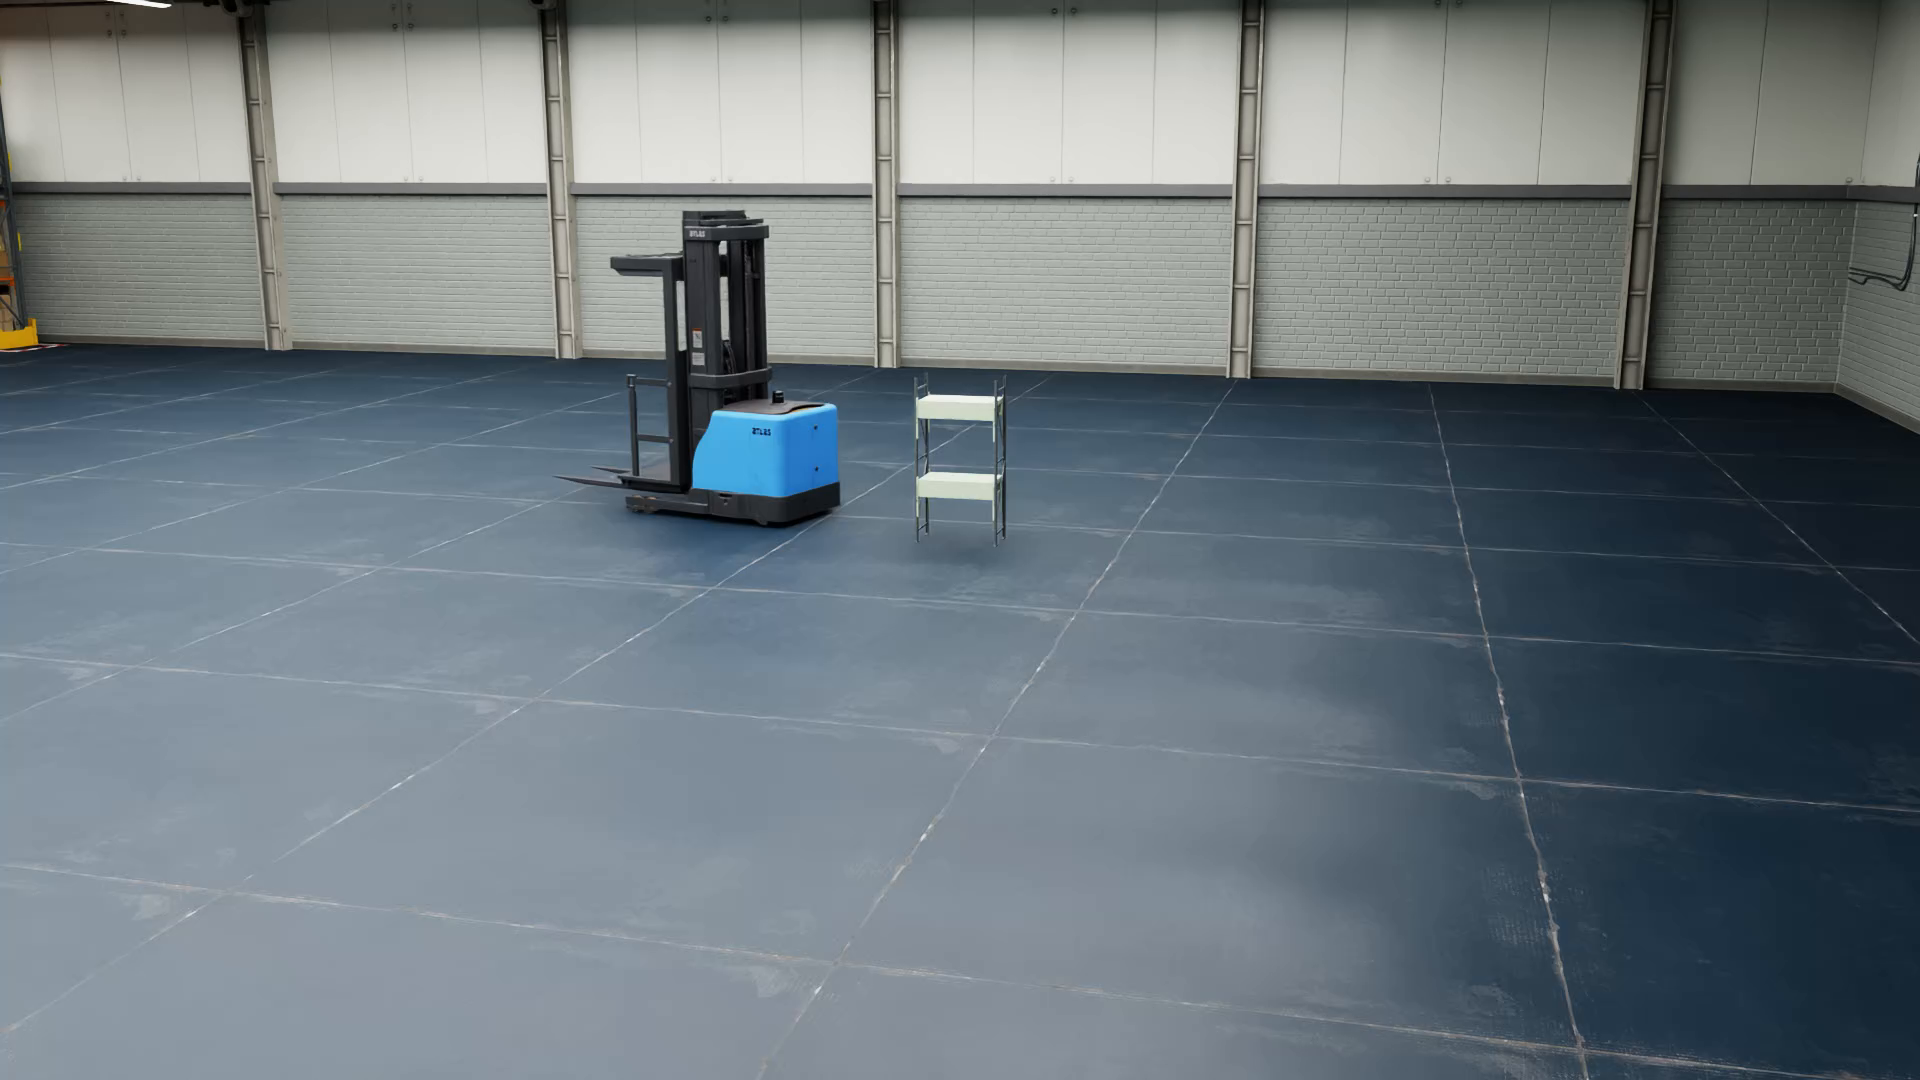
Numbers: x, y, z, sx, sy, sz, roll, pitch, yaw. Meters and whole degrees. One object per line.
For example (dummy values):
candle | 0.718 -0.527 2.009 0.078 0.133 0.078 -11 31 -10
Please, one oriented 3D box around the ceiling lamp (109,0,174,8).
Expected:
ceiling lamp | -12.600 -9.780 25.060 0.800 3.185 2.000 3 13 14

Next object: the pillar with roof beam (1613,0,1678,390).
pillar with roof beam | 9.374 -5.854 20.845 0.400 9.000 9.100 3 13 14

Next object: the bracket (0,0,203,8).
bracket | -15.885 -9.843 30.513 4.783 0.066 0.076 3 13 14

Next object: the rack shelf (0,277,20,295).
rack shelf | -20.202 -4.915 32.121 4.000 0.370 1.077 3 13 14

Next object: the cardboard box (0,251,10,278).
cardboard box | -18.675 -5.295 31.944 0.500 0.500 0.500 3 13 15

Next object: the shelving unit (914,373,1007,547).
shelving unit | 0.006 -0.732 15.070 0.755 1.500 0.431 3 13 14

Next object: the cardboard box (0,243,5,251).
cardboard box | -18.528 -5.600 31.820 0.250 0.149 0.380 3 13 12

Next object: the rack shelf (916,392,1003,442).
rack shelf | 0.006 -1.113 14.985 0.720 0.370 0.431 3 13 14

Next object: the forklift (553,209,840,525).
forklift | -2.728 -1.778 16.481 3.031 2.935 1.130 7 14 28

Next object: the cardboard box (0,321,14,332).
cardboard box | -18.691 -4.091 32.128 0.500 0.250 0.500 3 13 14

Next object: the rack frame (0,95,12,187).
rack frame | -18.261 -8.091 30.926 0.127 3.000 1.000 3 13 14

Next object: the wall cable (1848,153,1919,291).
wall cable | 12.949 -4.813 23.320 0.112 2.526 3.097 3 13 14

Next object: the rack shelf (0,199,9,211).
rack shelf | -20.202 -6.379 31.796 4.000 0.370 1.077 3 13 14

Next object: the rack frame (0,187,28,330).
rack frame | -18.261 -5.162 31.576 0.127 3.000 1.000 3 13 14

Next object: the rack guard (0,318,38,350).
rack guard | -18.237 -3.941 31.841 0.348 0.500 1.175 3 13 14

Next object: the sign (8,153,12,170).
sign | -18.122 -7.208 31.672 0.005 0.325 0.100 3 13 14

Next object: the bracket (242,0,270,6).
bracket | -12.578 -9.666 29.716 0.430 0.232 0.235 3 13 14

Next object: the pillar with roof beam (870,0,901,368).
pillar with roof beam | -2.276 -6.477 23.652 0.548 9.000 9.100 3 13 14

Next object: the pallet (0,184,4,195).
pallet | -18.941 -6.626 31.450 1.213 0.211 1.003 3 13 14

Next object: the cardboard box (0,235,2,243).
cardboard box | -18.536 -5.735 31.743 0.250 0.149 0.380 3 13 12

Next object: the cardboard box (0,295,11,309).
cardboard box | -18.682 -4.578 32.011 0.500 0.250 0.500 3 13 13

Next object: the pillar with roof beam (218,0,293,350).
pillar with roof beam | -13.927 -7.100 26.459 0.548 9.000 9.100 3 13 14

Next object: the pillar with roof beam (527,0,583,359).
pillar with roof beam | -8.102 -6.789 25.056 0.548 9.000 9.100 3 13 14

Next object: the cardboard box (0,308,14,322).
cardboard box | -18.667 -4.337 32.081 0.500 0.250 0.500 3 13 15

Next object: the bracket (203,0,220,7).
bracket | -13.383 -9.709 29.910 0.430 0.232 0.235 3 13 14

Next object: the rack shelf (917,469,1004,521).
rack shelf | 0.006 -0.414 15.140 0.720 0.370 0.431 3 13 14

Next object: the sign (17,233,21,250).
sign | -18.122 -5.740 31.998 0.005 0.325 0.100 3 13 14

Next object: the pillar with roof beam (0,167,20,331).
pillar with roof beam | -19.752 -7.411 27.863 0.400 9.000 9.100 3 13 14

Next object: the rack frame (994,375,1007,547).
rack frame | 0.362 -0.713 14.984 0.023 1.500 0.400 3 13 14

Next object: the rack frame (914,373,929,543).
rack frame | -0.349 -0.751 15.155 0.023 1.500 0.400 3 13 14

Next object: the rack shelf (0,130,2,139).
rack shelf | -20.202 -7.648 31.515 4.000 0.370 1.077 3 13 14

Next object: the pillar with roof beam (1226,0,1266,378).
pillar with roof beam | 3.549 -6.166 22.249 0.400 9.000 9.100 3 13 14
